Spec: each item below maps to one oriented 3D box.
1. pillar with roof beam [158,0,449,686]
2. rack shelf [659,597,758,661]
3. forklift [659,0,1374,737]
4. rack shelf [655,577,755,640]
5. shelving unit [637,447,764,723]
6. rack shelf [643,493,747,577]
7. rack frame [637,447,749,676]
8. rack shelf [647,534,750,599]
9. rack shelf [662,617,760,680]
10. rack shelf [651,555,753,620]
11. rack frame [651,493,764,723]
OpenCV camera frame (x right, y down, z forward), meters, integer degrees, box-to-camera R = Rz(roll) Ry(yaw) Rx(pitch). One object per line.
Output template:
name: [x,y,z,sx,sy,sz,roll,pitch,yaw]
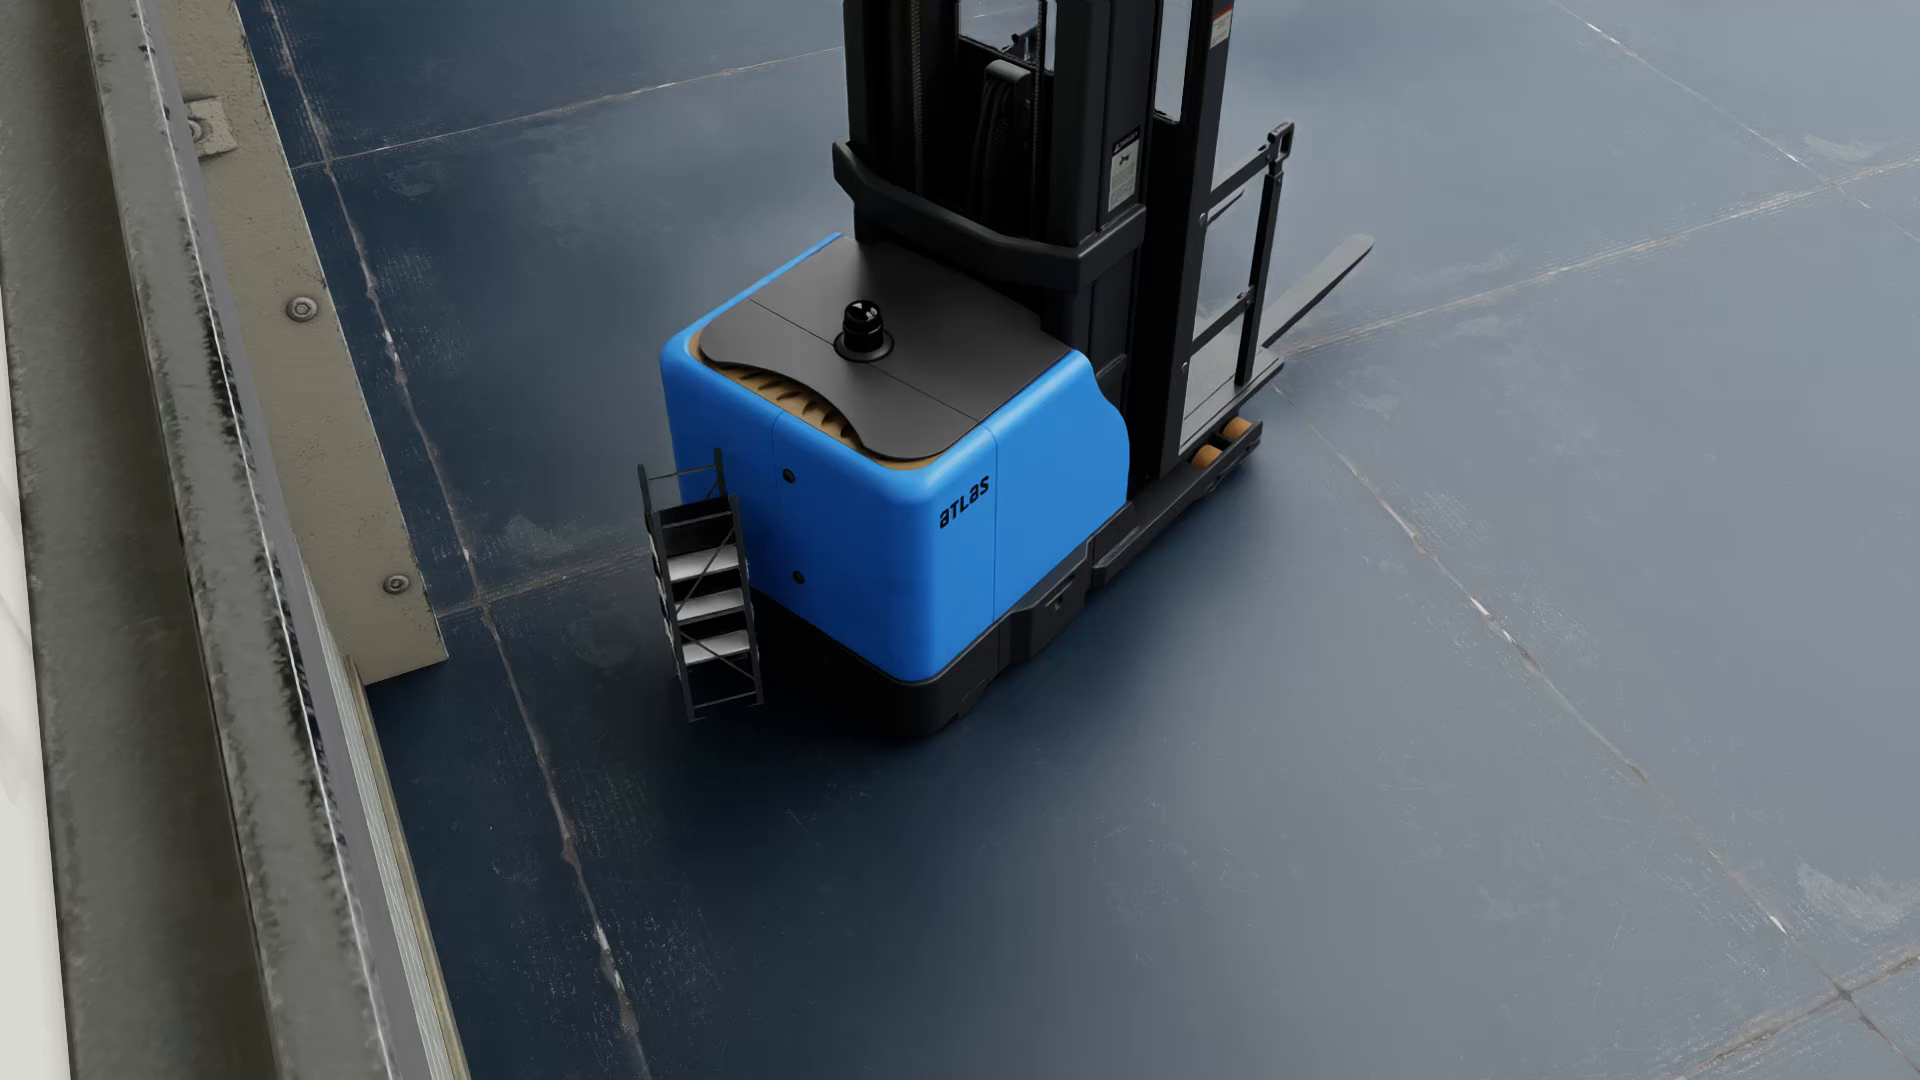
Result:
pillar with roof beam: [2.035,-4.173,3.573,9.100,9.000,0.400,-18,47,-17]
rack shelf: [-0.763,0.240,5.042,0.258,0.077,0.200,-13,46,-13]
forklift: [0.437,-1.418,5.101,1.130,2.935,3.031,30,52,27]
rack shelf: [-0.763,0.176,4.979,0.258,0.077,0.200,-13,46,-13]
shelving unit: [-0.763,0.152,4.955,0.258,0.900,0.210,-13,46,-13]
rack shelf: [-0.763,-0.017,4.789,0.258,0.077,0.200,-13,46,-13]
rack frame: [-0.796,0.084,5.024,0.240,0.900,0.006,-13,46,-13]
rack shelf: [-0.763,0.048,4.852,0.258,0.077,0.200,-13,46,-13]
rack shelf: [-0.763,0.304,5.105,0.258,0.077,0.200,-13,46,-13]
rack shelf: [-0.763,0.112,4.916,0.258,0.077,0.200,-13,46,-13]
rack frame: [-0.730,0.220,4.887,0.240,0.900,0.006,-13,46,-13]
